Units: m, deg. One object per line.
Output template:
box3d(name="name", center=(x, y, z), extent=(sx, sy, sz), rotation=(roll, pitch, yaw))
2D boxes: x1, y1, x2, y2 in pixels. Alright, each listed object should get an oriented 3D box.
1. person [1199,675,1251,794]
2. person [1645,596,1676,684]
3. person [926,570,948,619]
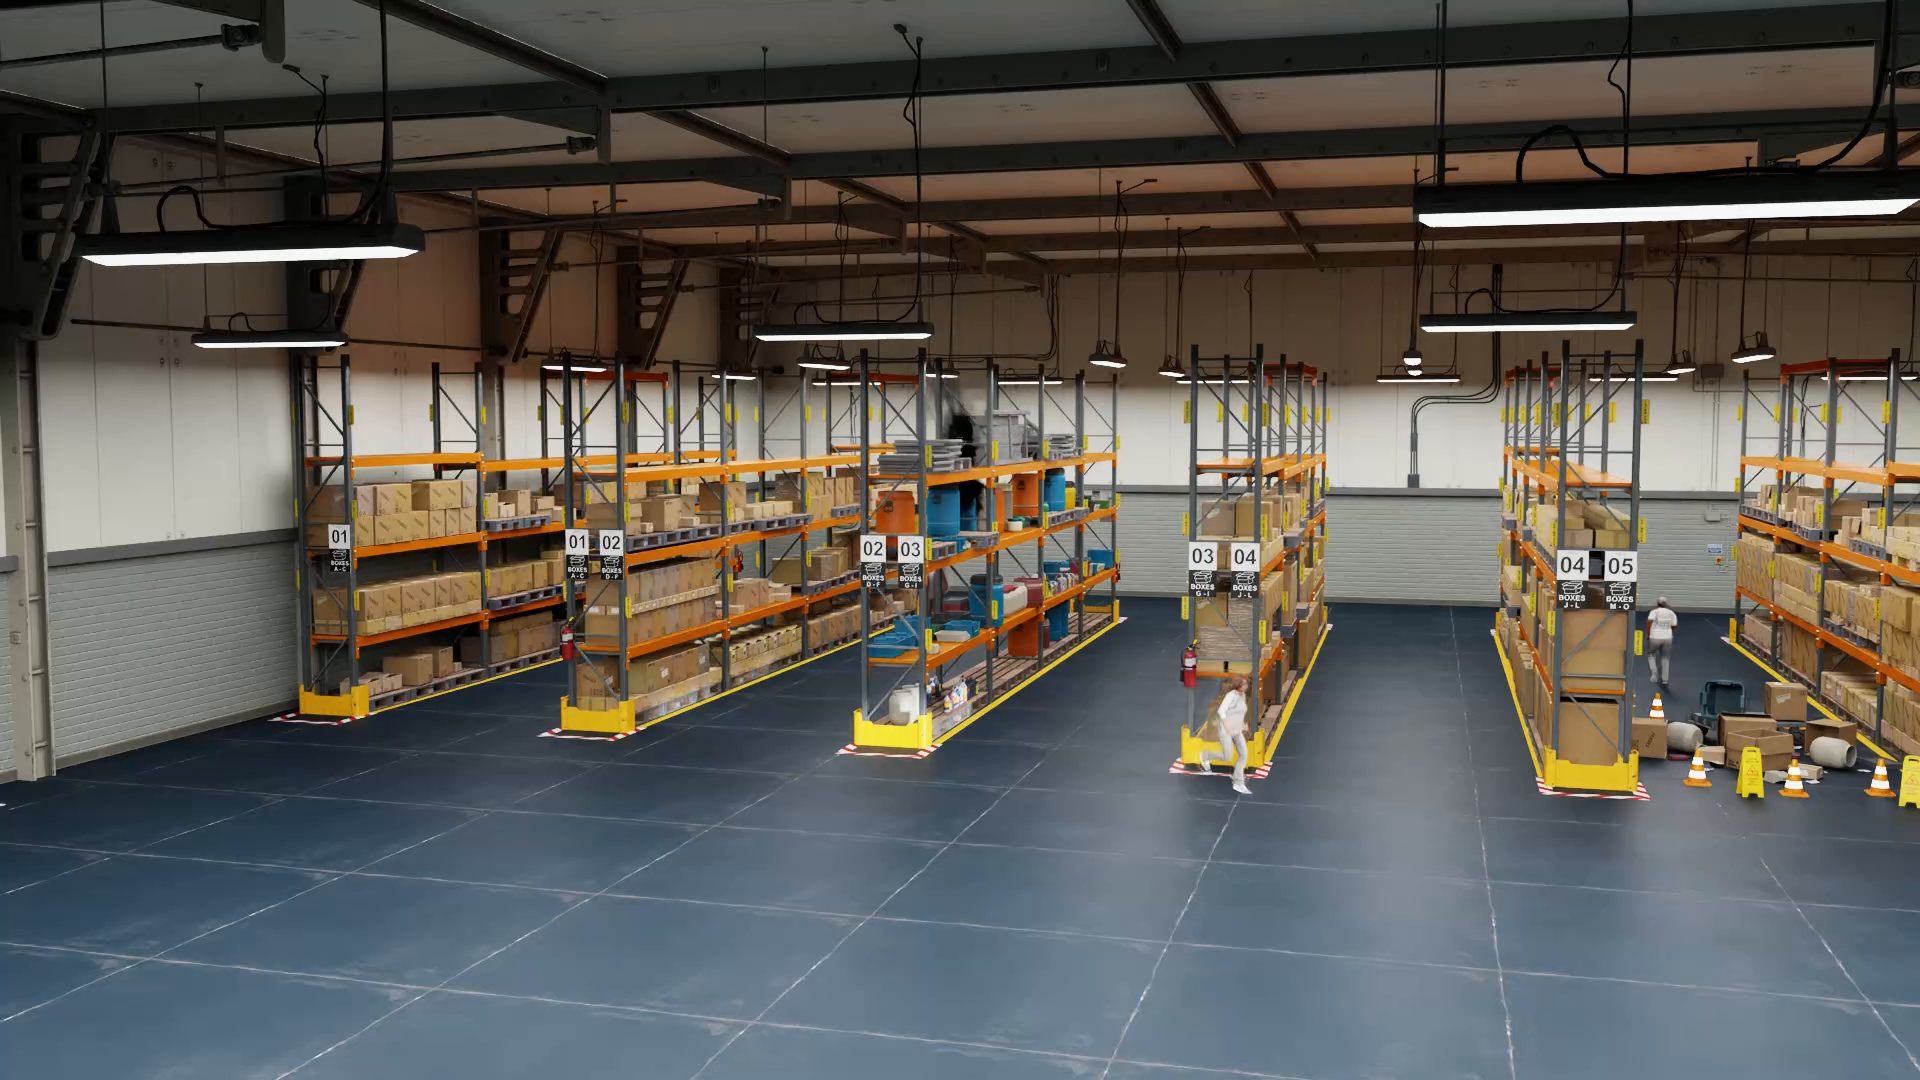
box3d(name="person", center=(3.573, 2.576, 22.273), extent=(0.820, 1.581, 0.546), rotation=(4, 6, 43))
box3d(name="person", center=(13.025, 1.856, 30.965), extent=(0.577, 1.626, 0.719), rotation=(1, 4, 10))
box3d(name="person", center=(-0.628, 1.312, 37.777), extent=(0.712, 1.754, 0.803), rotation=(1, 4, 13))
